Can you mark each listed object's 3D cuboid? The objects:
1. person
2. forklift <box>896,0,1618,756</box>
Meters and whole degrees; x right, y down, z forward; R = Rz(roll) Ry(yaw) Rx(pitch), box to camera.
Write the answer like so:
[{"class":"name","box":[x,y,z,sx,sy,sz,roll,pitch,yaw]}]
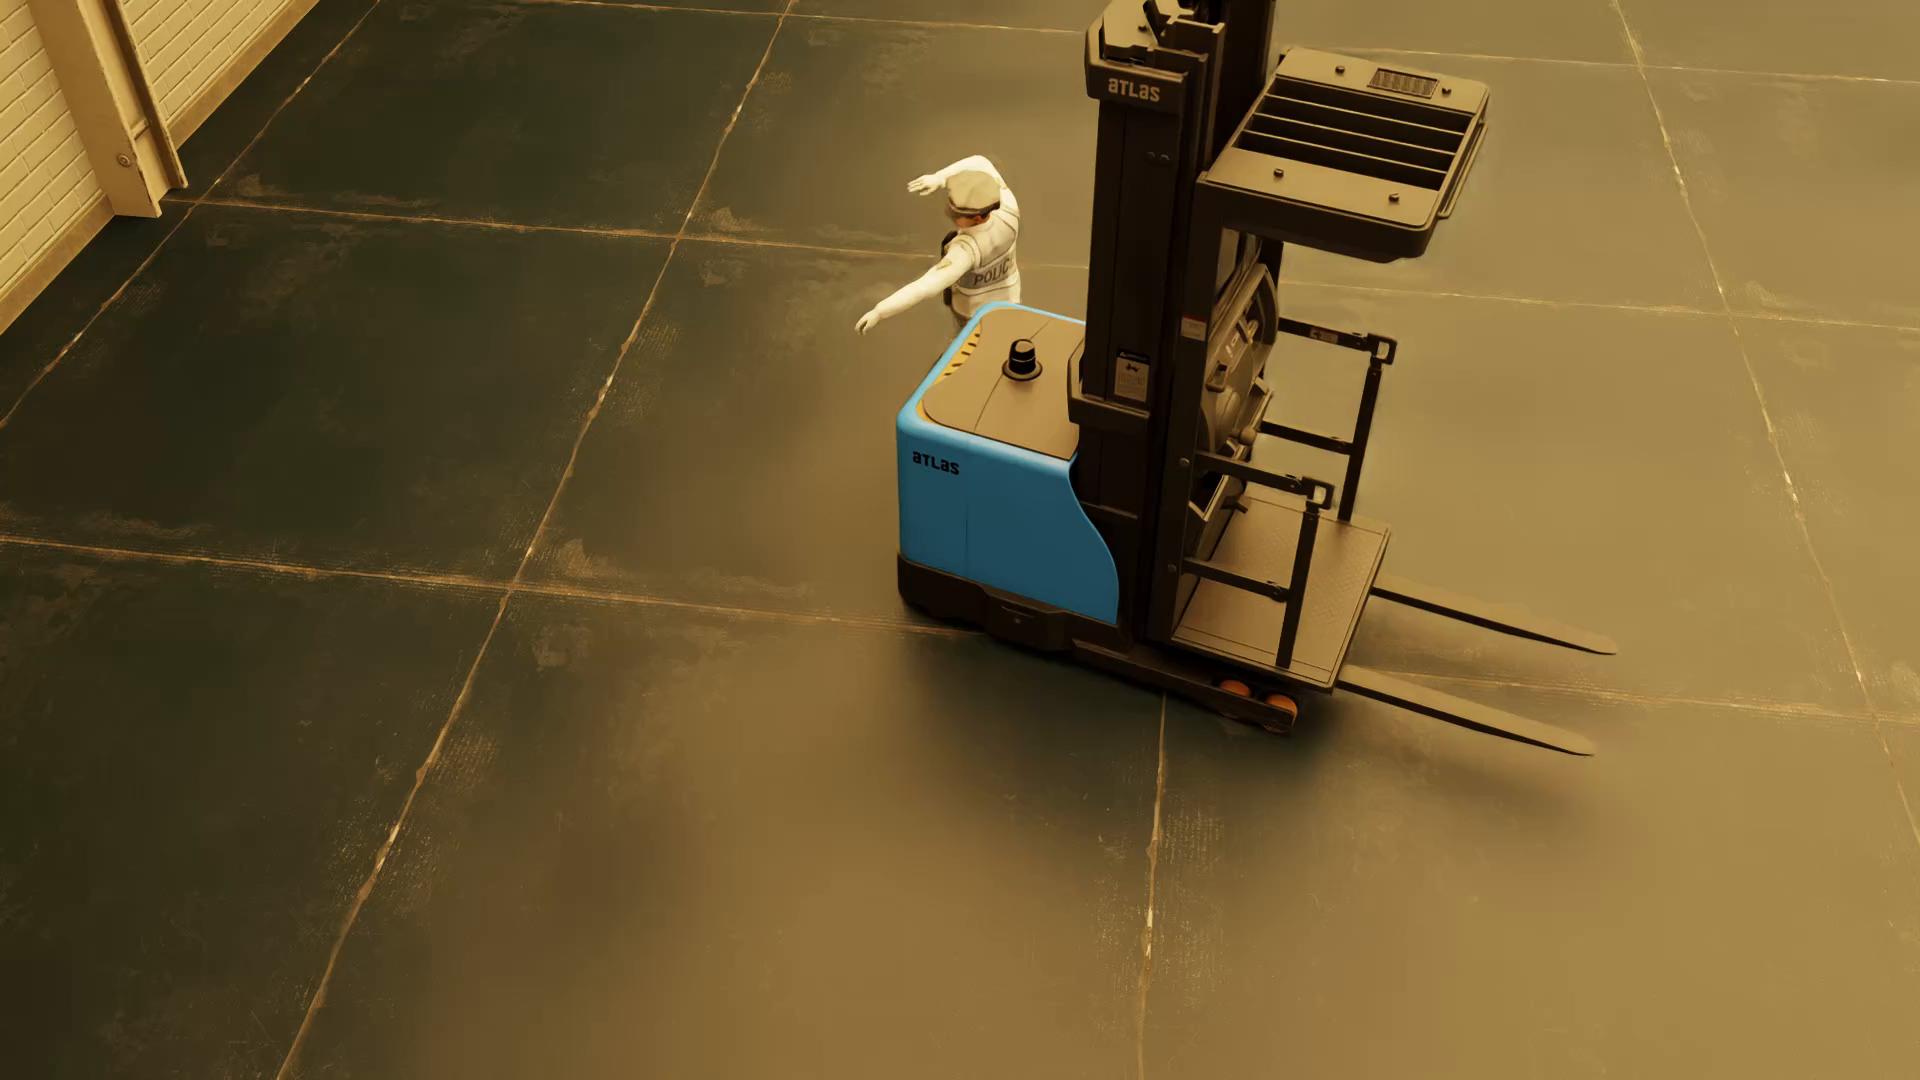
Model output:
[{"class":"person","box":[-0.140,-1.228,8.208,0.893,1.377,0.926,-9,43,-10]},{"class":"forklift","box":[1.281,-0.681,6.466,3.031,2.935,1.130,17,45,18]}]
